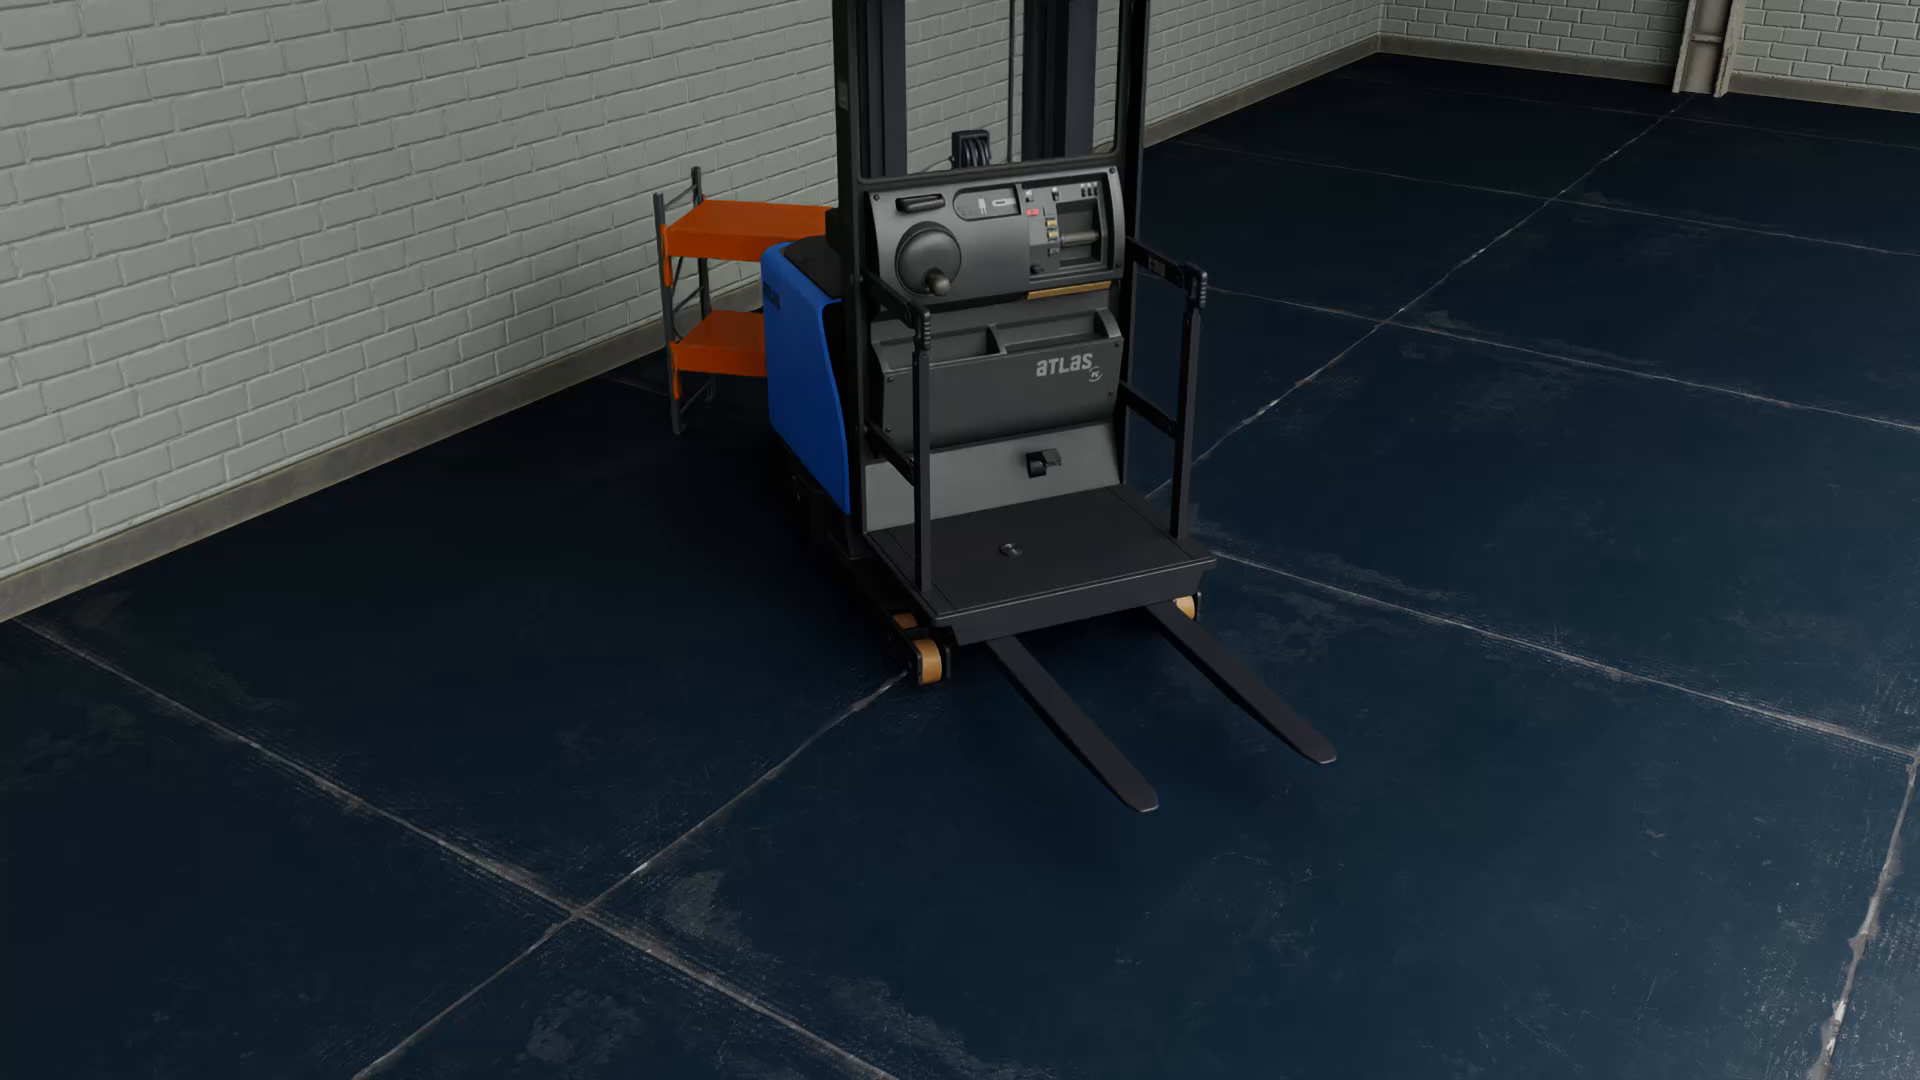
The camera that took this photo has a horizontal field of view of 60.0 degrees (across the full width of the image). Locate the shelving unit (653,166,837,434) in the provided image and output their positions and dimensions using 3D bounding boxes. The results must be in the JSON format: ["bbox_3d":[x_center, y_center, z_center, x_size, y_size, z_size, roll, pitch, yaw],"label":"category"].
[{"bbox_3d":[-0.767,-1.054,7.581,1.048,1.125,0.538,6,28,11],"label":"shelving unit"}]

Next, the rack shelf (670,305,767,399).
[{"bbox_3d":[-0.767,-0.836,7.692,1.000,0.278,0.538,6,28,11],"label":"rack shelf"}]

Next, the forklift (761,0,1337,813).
[{"bbox_3d":[0.223,-1.023,5.528,1.130,2.935,3.031,-11,29,-21],"label":"forklift"}]

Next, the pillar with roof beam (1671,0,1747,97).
[{"bbox_3d":[3.952,-6.277,9.163,0.400,9.000,9.100,17,32,30],"label":"pillar with roof beam"}]

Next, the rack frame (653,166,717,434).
[{"bbox_3d":[-1.262,-1.105,7.681,0.032,1.125,0.500,6,28,11],"label":"rack frame"}]

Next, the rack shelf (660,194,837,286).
[{"bbox_3d":[-0.767,-1.315,7.448,1.000,0.278,0.538,6,28,11],"label":"rack shelf"}]
